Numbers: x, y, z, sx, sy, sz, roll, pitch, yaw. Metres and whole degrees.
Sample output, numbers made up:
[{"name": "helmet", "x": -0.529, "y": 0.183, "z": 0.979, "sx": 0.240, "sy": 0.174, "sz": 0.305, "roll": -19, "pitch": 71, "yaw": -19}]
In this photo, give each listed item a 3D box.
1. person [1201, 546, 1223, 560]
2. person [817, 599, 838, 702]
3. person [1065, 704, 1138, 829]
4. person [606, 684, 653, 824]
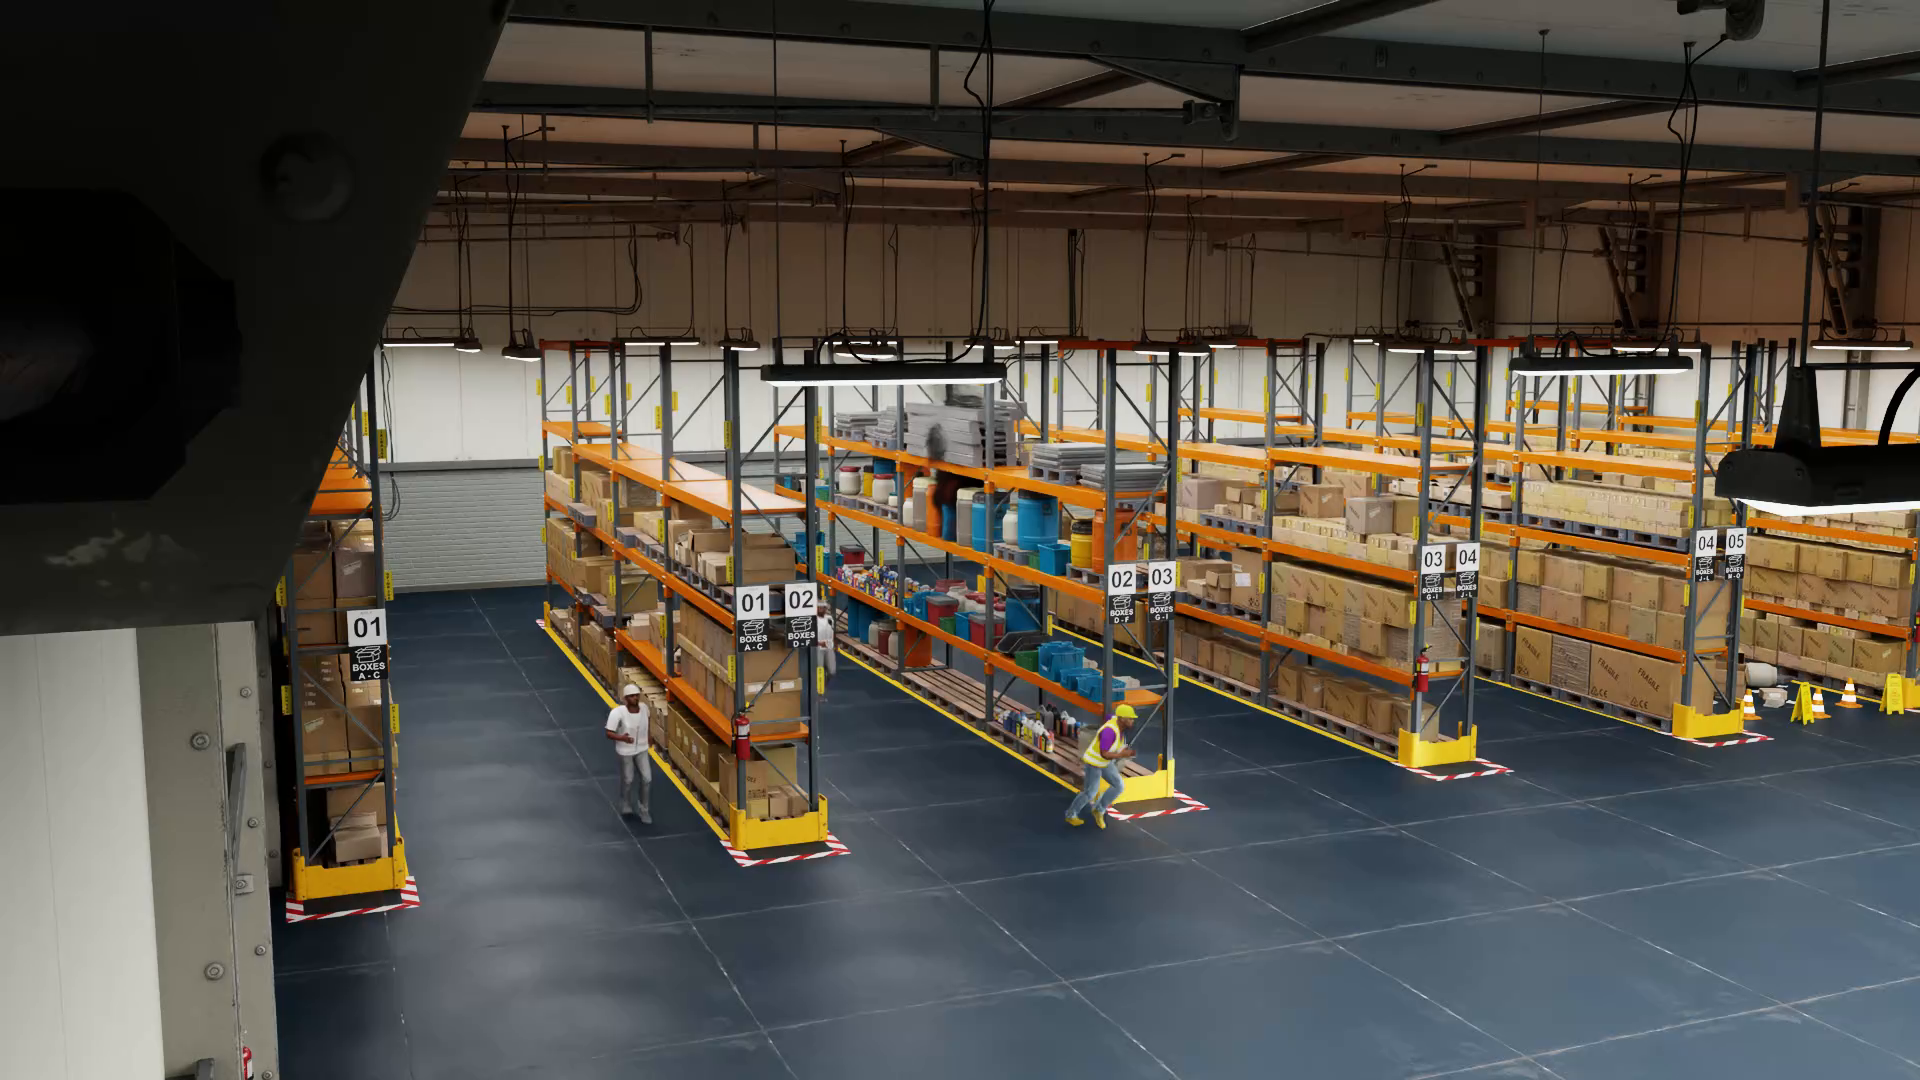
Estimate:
[{"name": "person", "x": 6.406, "y": 0.021, "z": 42.064, "sx": 0.755, "sy": 1.641, "sz": 0.642, "roll": -3, "pitch": 8, "yaw": -22}, {"name": "person", "x": -2.171, "y": 1.766, "z": 26.618, "sx": 0.569, "sy": 1.676, "sz": 0.515, "roll": -4, "pitch": 8, "yaw": -28}, {"name": "person", "x": 1.785, "y": 2.833, "z": 20.852, "sx": 0.947, "sy": 1.633, "sz": 0.731, "roll": 3, "pitch": 8, "yaw": 22}, {"name": "person", "x": -4.181, "y": 2.728, "z": 21.177, "sx": 0.675, "sy": 1.822, "sz": 0.757, "roll": -4, "pitch": 9, "yaw": -29}]
